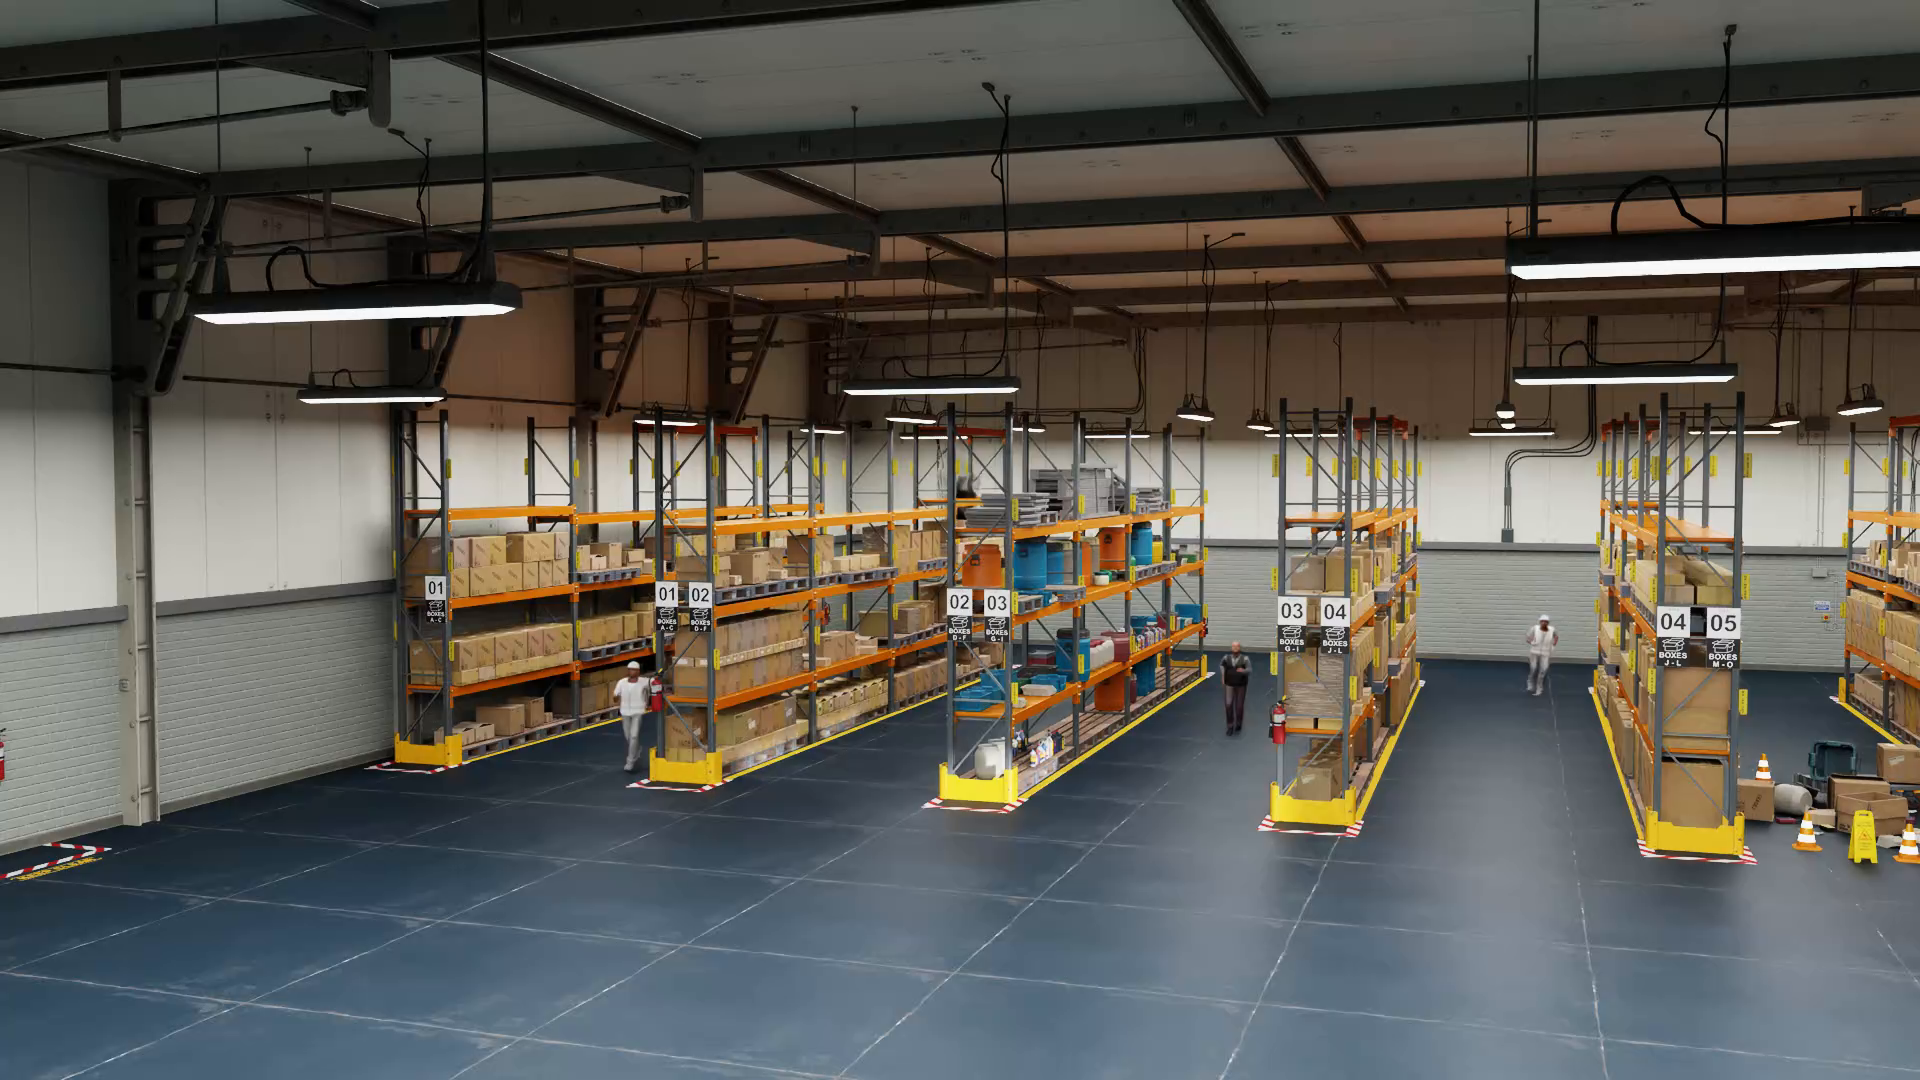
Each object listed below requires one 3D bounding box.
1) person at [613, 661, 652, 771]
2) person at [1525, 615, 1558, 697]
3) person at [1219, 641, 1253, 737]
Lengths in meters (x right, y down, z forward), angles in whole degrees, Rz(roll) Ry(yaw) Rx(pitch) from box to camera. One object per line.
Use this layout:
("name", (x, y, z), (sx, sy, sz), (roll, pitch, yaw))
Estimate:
("person", (-5.459, 2.897, 27.697), (0.703, 1.752, 0.935), (0, 2, 10))
("person", (12.905, 2.540, 36.891), (0.702, 1.781, 0.879), (0, 2, 10))
("person", (5.189, 2.800, 31.331), (0.639, 1.780, 0.731), (1, 3, 13))
